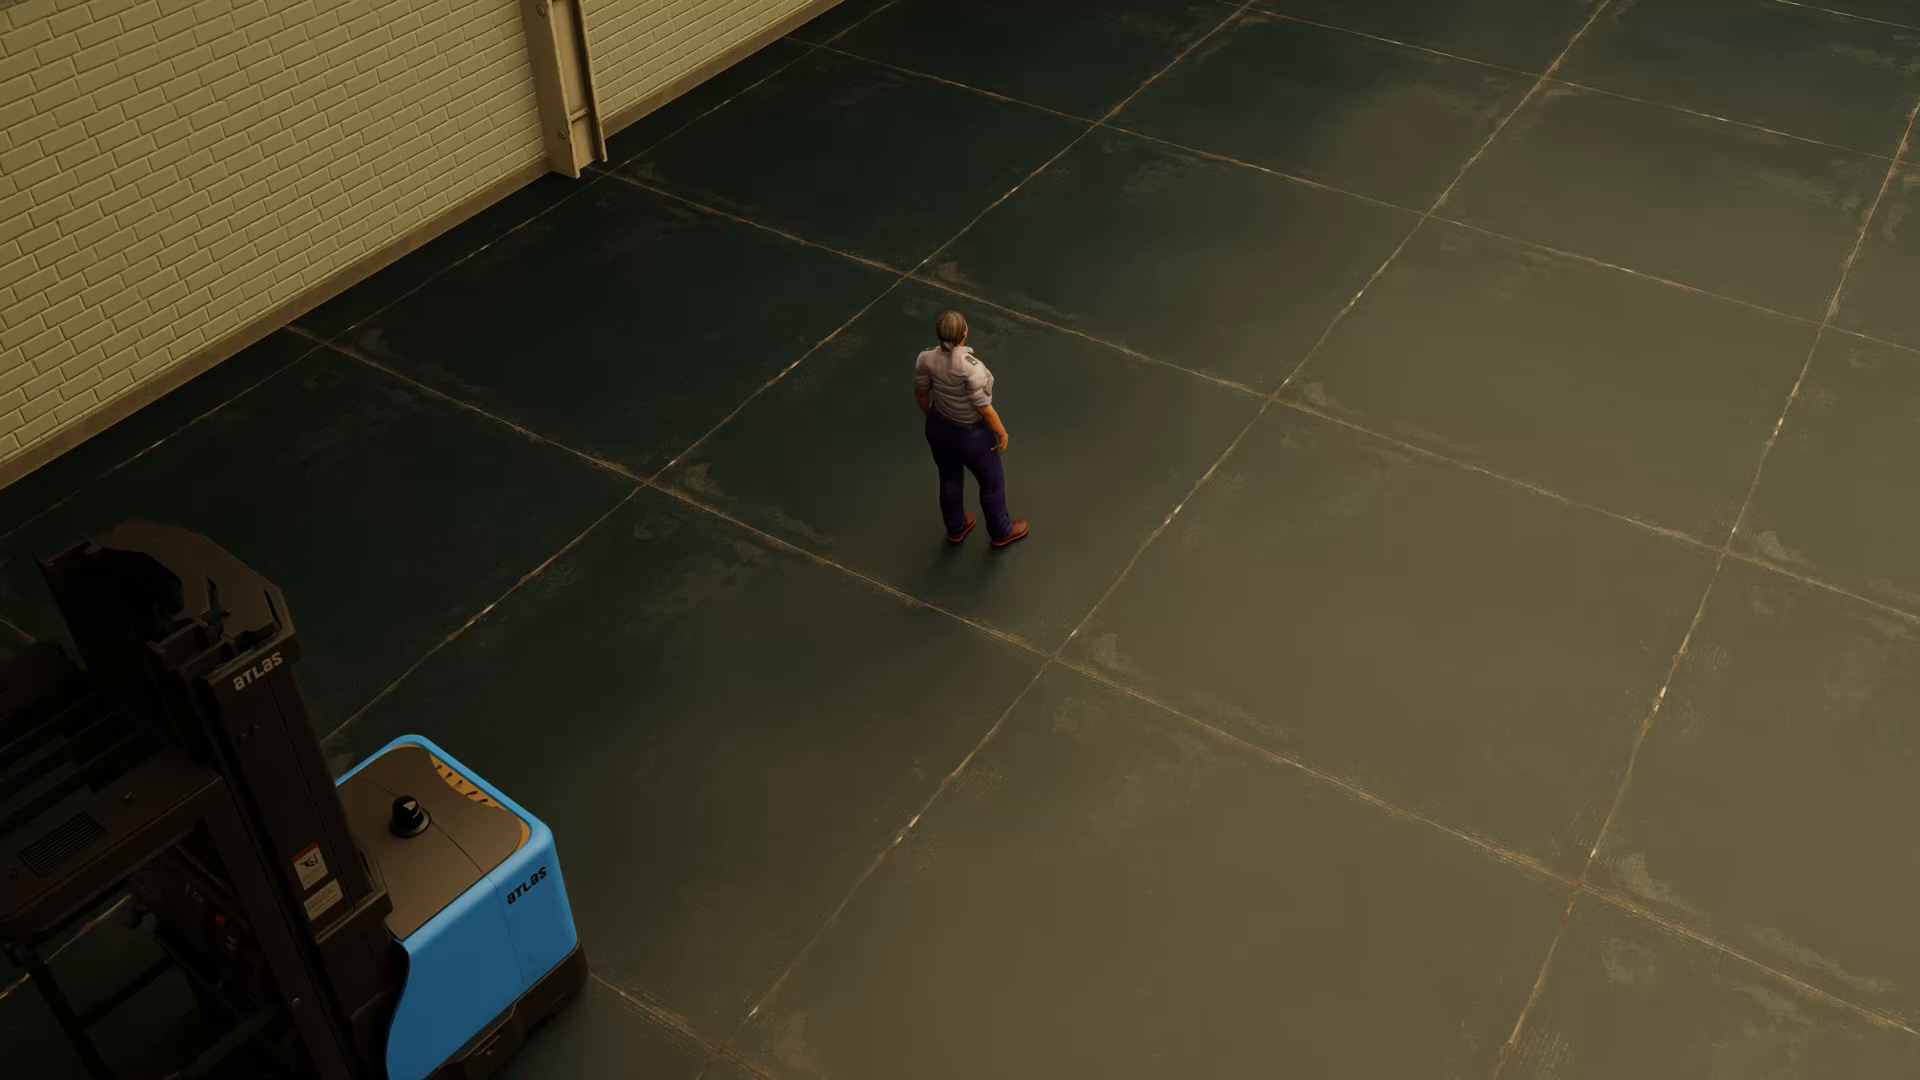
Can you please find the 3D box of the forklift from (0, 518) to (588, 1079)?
[{"bbox_3d":[-3.040,1.499,6.198,1.130,2.935,3.031,27,47,28],"label":"forklift"}]

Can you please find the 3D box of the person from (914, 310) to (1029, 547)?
[{"bbox_3d":[0.068,-0.675,9.746,0.598,1.651,0.502,22,45,24],"label":"person"}]
